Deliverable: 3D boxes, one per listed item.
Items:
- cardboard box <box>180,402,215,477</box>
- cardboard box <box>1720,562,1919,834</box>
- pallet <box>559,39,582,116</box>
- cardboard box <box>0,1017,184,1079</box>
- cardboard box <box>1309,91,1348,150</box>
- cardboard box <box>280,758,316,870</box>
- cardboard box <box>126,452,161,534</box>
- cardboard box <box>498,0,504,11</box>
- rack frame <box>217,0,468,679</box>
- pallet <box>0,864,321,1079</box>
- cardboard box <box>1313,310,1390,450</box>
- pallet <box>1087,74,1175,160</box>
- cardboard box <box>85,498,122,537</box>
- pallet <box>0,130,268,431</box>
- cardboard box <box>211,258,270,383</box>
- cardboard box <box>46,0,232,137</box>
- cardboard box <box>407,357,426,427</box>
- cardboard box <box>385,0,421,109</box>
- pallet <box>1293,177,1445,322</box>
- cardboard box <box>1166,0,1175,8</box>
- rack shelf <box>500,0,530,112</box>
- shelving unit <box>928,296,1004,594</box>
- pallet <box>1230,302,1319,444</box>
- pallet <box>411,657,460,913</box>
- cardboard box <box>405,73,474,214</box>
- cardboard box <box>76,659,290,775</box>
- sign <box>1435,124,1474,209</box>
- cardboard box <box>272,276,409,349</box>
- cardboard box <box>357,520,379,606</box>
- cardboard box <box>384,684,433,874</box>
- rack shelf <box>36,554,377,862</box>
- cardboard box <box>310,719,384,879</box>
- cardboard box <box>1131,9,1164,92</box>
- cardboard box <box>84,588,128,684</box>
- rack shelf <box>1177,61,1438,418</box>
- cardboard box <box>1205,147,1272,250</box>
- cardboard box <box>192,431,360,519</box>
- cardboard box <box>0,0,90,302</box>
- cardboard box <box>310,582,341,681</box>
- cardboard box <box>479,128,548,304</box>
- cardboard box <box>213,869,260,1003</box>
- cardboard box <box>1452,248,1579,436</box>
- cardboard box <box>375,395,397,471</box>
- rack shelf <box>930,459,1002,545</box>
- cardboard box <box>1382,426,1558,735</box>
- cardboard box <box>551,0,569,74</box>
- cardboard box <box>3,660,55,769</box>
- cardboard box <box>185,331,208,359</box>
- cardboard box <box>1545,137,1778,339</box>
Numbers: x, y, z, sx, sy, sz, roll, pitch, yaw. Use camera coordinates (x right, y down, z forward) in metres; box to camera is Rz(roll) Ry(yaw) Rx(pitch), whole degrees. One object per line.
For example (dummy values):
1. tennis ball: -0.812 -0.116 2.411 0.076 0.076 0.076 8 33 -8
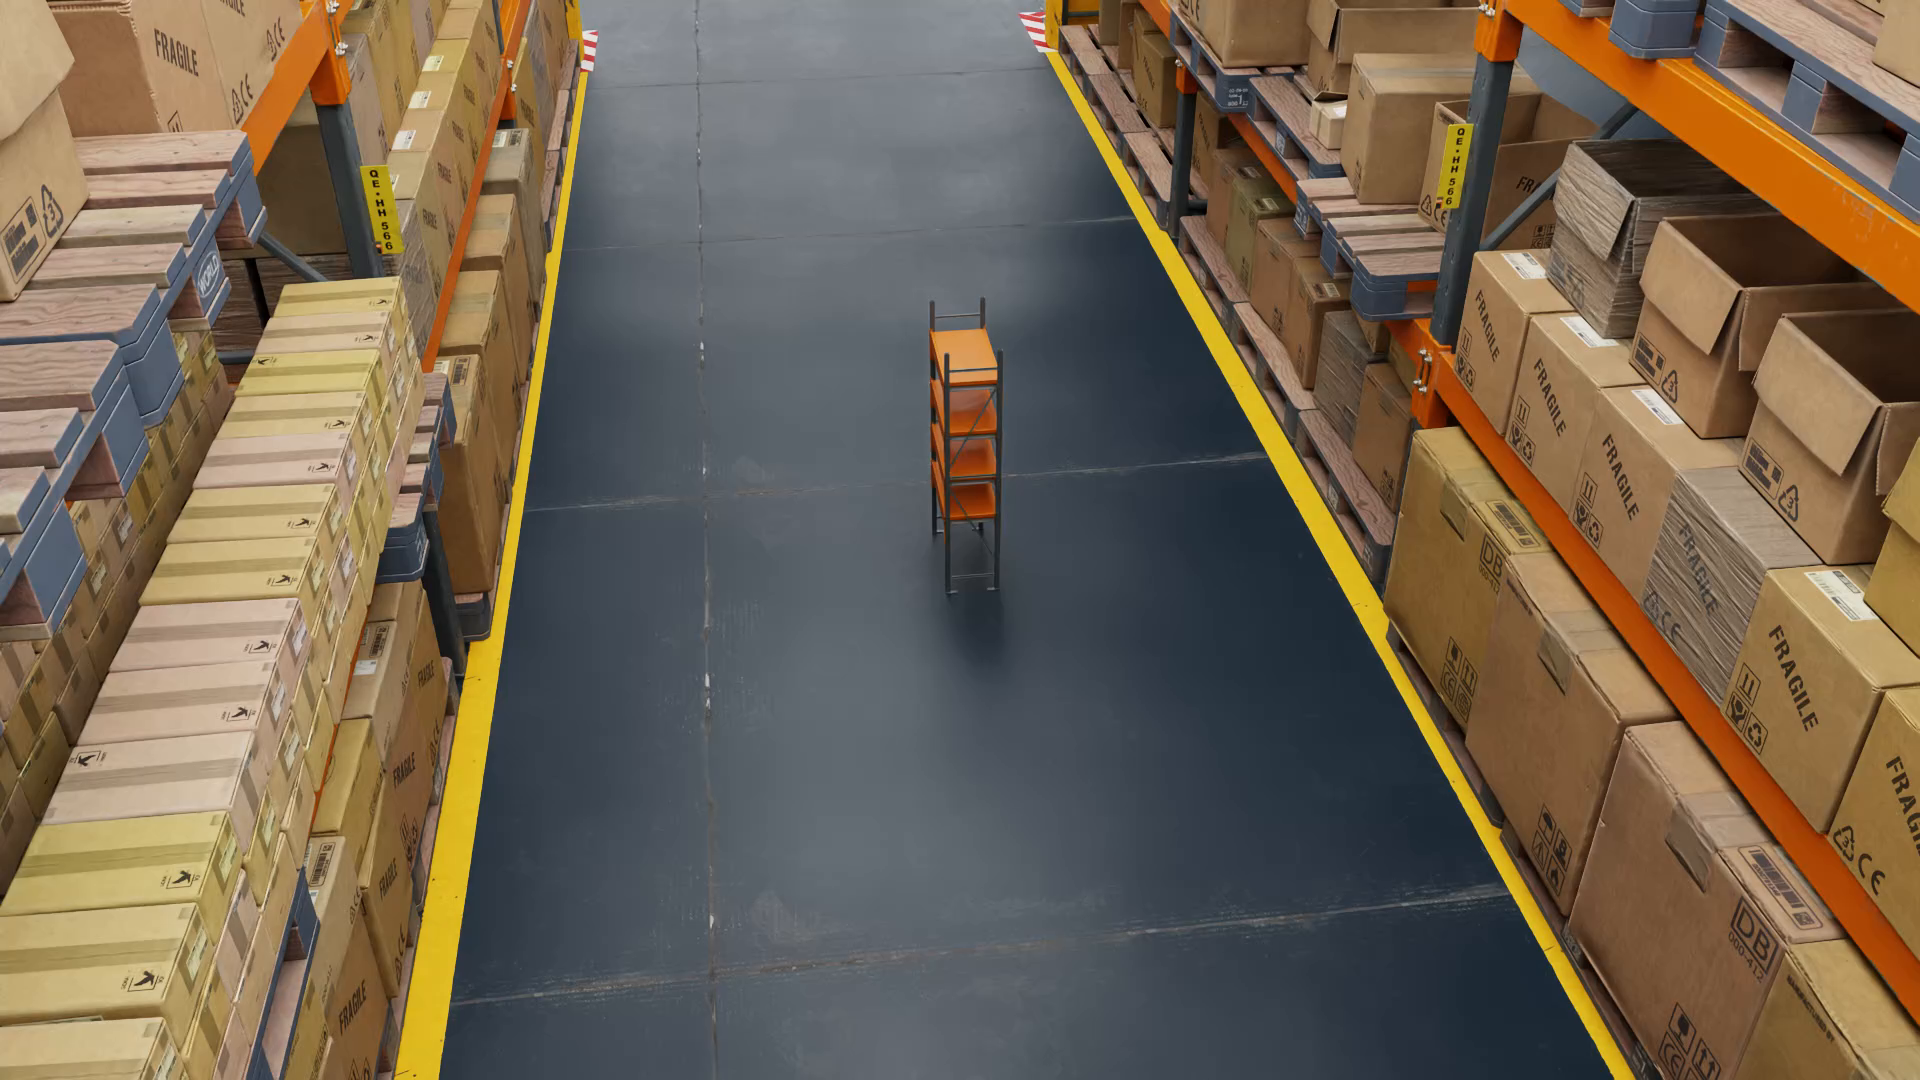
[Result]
1. cardboard box: -2.665 -0.317 5.401 0.380 0.149 0.250 -3 34 -4
2. cardboard box: 2.435 0.402 4.408 0.500 0.500 0.500 -5 35 -7
3. pallet: -3.452 -3.533 12.748 1.003 0.211 1.213 -4 35 -6
4. cardboard box: -1.620 1.000 2.941 0.380 0.149 0.250 -3 34 -4
5. cardboard box: 1.876 -2.009 7.781 0.396 0.266 0.258 -5 35 -8
6. cardboard box: -1.760 0.670 3.954 0.380 0.149 0.250 -6 35 -8
7. cardboard box: -2.583 -0.129 4.862 0.380 0.149 0.250 -4 35 -6
8. cardboard box: -3.257 -3.466 10.039 0.875 0.550 0.550 -4 35 -6
9. rack frame: -2.561 -0.662 6.058 1.000 3.000 0.127 -4 35 -6
10. pallet: -1.981 1.212 3.478 1.003 0.211 1.213 -4 35 -6
11. cardboard box: 2.171 -0.811 8.105 0.700 0.500 0.500 -7 35 -10
12. pallet: 1.537 -3.115 12.134 1.003 0.211 1.213 -4 35 -6
13. cardboard box: -2.550 -0.119 4.583 0.380 0.149 0.250 -3 34 -4
14. pallet: -2.143 -0.523 3.357 1.213 0.211 1.003 -4 35 -6
15. cardboard box: -2.887 -0.934 6.368 0.500 0.500 0.500 -4 35 -6
16. cardboard box: -2.089 -1.086 3.927 0.500 0.500 0.500 -4 35 -6
17. cardboard box: -2.039 -0.491 5.657 0.380 0.149 0.250 -4 34 -6
18. cardboard box: -2.821 -2.221 7.369 0.700 0.500 0.500 -5 35 -7
19. pallet: 2.166 -1.291 7.152 1.213 0.211 1.003 -4 35 -6
20. cardboard box: 1.485 -3.347 10.221 0.380 0.149 0.250 -4 35 -6
21. rack shelf: -3.368 -3.713 11.173 1.077 0.370 4.000 -4 35 -6
22. shelving unit: 0.022 -0.403 7.277 0.258 1.200 0.503 -4 35 -6
23. pallet: 2.103 -0.944 8.948 1.003 0.211 1.213 -4 35 -6
24. pallet: -2.457 0.927 6.203 1.003 0.211 1.213 -4 35 -6
25. cardboard box: -2.557 -1.817 7.664 0.500 0.500 0.500 -5 35 -7
26. cardboard box: -1.762 0.419 3.793 0.380 0.149 0.250 -5 35 -7
27. sign: 1.831 -1.380 6.154 0.100 0.325 0.005 -4 35 -6
28. cardboard box: -2.040 -0.739 5.492 0.380 0.149 0.250 -6 35 -8
29. cardboard box: -1.905 0.081 4.818 0.380 0.149 0.250 -6 35 -8
30. cardboard box: -2.147 0.835 5.708 0.500 0.500 0.500 -3 34 -4
31. rack shelf: -2.292 0.752 4.622 1.077 0.370 4.000 -4 35 -6
32. cardboard box: -2.077 0.815 5.071 0.500 0.250 0.500 -4 34 -5
33. cardboard box: 1.539 -3.554 12.149 0.500 0.500 0.500 -1 34 -2
34. cardboard box: -2.520 0.273 4.536 0.380 0.149 0.250 -4 34 -6
35. rack shelf: 2.099 -1.800 8.366 1.077 0.370 4.000 -4 35 -6
36. cardboard box: 1.891 -2.018 9.876 0.700 0.500 0.500 -7 35 -10
37. cardboard box: -1.908 -0.168 4.655 0.380 0.149 0.250 -4 35 -6
38. cardboard box: -2.100 -0.757 3.070 0.797 0.503 0.637 -5 35 -7
39. cardboard box: -1.832 0.250 4.305 0.380 0.149 0.250 -5 35 -7
40. cardboard box: -2.926 -1.798 9.350 1.050 0.750 0.750 -5 35 -7
41. cardboard box: -1.692 0.835 3.448 0.380 0.149 0.250 -4 34 -5
42. cardboard box: 2.164 -0.731 6.070 0.500 0.500 0.500 -3 34 -5
43. cardboard box: -1.967 -0.318 5.139 0.380 0.149 0.250 -4 34 -5
44. rack shelf: 0.022 -0.184 7.426 0.258 0.148 0.480 -4 35 -6
45. cardboard box: 2.440 0.110 6.439 1.225 0.875 0.875 -6 35 -9
46. cardboard box: -3.480 -4.048 12.540 0.875 0.875 0.875 -4 34 -6
47. cardboard box: -2.453 0.435 4.034 0.380 0.149 0.250 -4 35 -6
48. cardboard box: -2.690 -0.702 5.439 0.380 0.149 0.250 -4 35 -6
49. cardboard box: 2.450 -1.028 5.615 0.797 0.503 0.637 -3 34 -5
